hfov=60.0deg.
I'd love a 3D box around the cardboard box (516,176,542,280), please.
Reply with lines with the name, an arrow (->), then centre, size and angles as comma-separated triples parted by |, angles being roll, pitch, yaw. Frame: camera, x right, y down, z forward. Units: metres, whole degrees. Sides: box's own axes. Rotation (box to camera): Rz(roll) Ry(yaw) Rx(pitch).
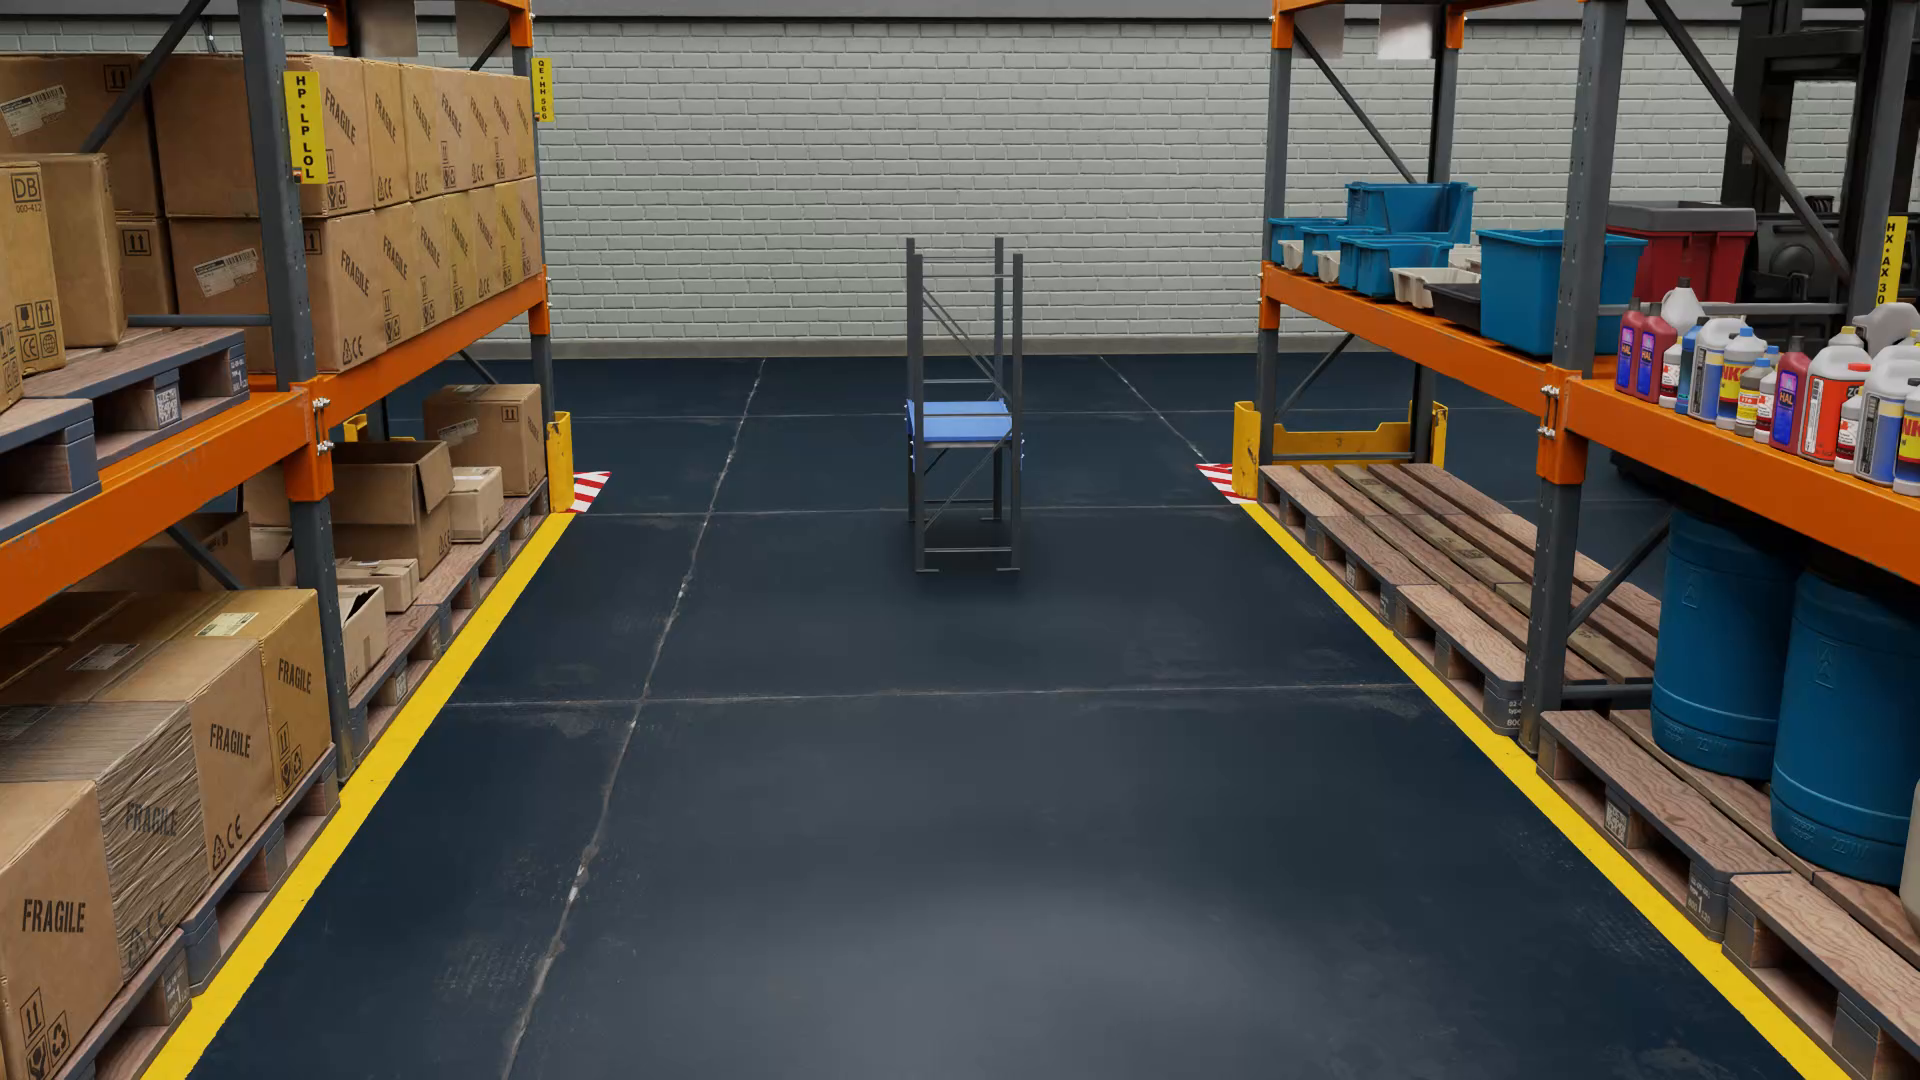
cardboard box -> -2.455, -1.597, 8.512 | 0.500, 0.500, 0.500 | 0, 14, -2

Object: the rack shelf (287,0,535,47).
rack shelf -> -2.631, -2.262, 6.723 | 1.077, 0.370, 4.000 | -1, 14, -3

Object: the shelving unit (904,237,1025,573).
shelving unit -> 0.005, -0.705, 8.257 | 0.538, 1.500, 1.048 | -1, 14, -3

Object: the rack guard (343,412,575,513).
rack guard -> -2.750, -0.426, 9.179 | 1.175, 0.500, 0.348 | -1, 14, -3

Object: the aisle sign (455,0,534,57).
aisle sign -> -2.453, -2.936, 8.701 | 0.394, 0.787, 0.004 | -1, 14, -3

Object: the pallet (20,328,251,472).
pallet -> -2.566, -0.367, 4.319 | 1.003, 0.211, 1.213 | -1, 14, -3

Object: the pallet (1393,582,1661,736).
pallet -> 2.353, 0.432, 6.424 | 1.003, 0.211, 1.213 | -1, 14, -3

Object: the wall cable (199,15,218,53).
wall cable -> -7.692, -4.392, 13.768 | 3.097, 2.526, 0.112 | -1, 14, -3

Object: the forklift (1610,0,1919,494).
forklift -> 4.566, -1.472, 8.364 | 1.130, 2.935, 3.031 | -1, 14, -4

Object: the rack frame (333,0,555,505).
rack frame -> -2.755, -1.655, 8.941 | 1.000, 3.000, 0.127 | -1, 14, -3

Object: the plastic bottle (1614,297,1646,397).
plastic bottle -> 2.034, -0.582, 5.002 | 0.061, 0.283, 0.133 | -1, 14, -3

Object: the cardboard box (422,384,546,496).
cardboard box -> -2.475, -0.527, 8.686 | 0.500, 0.500, 0.500 | -1, 14, -3

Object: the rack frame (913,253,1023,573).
rack frame -> 0.037, -0.579, 7.766 | 0.500, 1.500, 0.032 | -1, 14, -3

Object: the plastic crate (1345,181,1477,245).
plastic crate -> 2.396, -1.697, 8.910 | 0.616, 0.435, 0.499 | -1, 14, -3

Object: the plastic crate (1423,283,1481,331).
plastic crate -> 2.100, -0.906, 6.460 | 0.437, 0.125, 0.590 | -1, 14, -3

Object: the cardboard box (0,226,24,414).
cardboard box -> -2.336, -0.474, 3.305 | 0.700, 0.500, 0.500 | -5, 15, -18

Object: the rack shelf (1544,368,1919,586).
rack shelf -> 2.561, 0.110, 3.524 | 1.077, 0.370, 4.000 | -1, 14, -3

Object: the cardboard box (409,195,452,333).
cardboard box -> -2.330, -1.092, 6.549 | 0.500, 0.500, 0.500 | -1, 14, -4

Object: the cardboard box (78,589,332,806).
cardboard box -> -2.190, 0.455, 4.871 | 0.500, 0.500, 0.500 | -1, 14, -4

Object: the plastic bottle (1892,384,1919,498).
plastic bottle -> 2.137, -0.236, 3.681 | 0.097, 0.271, 0.097 | 0, 14, 0

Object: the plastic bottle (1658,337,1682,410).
plastic bottle -> 2.068, -0.481, 4.773 | 0.097, 0.201, 0.097 | 0, 14, 0

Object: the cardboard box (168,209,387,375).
cardboard box -> -2.267, -0.840, 5.571 | 0.500, 0.500, 0.500 | -1, 14, -2

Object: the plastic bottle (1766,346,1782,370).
plastic bottle -> 2.232, -0.435, 4.594 | 0.097, 0.201, 0.097 | 0, 14, 0

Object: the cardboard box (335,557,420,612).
cardboard box -> -2.381, 0.176, 6.627 | 0.380, 0.166, 0.250 | -1, 14, -3

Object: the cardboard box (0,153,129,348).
cardboard box -> -2.701, -0.791, 4.538 | 0.700, 0.500, 0.500 | -6, 16, -22

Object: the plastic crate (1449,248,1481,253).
plastic crate -> 2.424, -1.360, 8.201 | 0.396, 0.136, 0.243 | -1, 14, -3

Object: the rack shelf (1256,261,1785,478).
rack shelf -> 2.313, -0.885, 7.391 | 1.077, 0.370, 4.000 | -1, 14, -3

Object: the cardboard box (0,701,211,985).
cardboard box -> -2.137, 0.703, 3.908 | 0.500, 0.500, 0.500 | -1, 14, -3

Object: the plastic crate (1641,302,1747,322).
plastic crate -> 2.551, -0.755, 5.852 | 0.396, 0.136, 0.243 | -1, 14, -3

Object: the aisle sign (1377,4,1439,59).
aisle sign -> 2.477, -3.012, 8.997 | 0.394, 0.787, 0.004 | -1, 14, -3

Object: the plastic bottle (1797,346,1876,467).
plastic bottle -> 2.143, -0.325, 4.018 | 0.152, 0.276, 0.135 | -1, 14, -3

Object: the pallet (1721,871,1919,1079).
pallet -> 2.522, 1.111, 3.785 | 1.003, 0.211, 1.213 | -1, 14, -3

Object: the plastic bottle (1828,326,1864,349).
plastic bottle -> 2.661, -0.540, 5.006 | 0.097, 0.201, 0.097 | 0, 14, 0

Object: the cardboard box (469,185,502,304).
cardboard box -> -2.394, -1.344, 7.528 | 0.500, 0.500, 0.500 | -1, 14, -3

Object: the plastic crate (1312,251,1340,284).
plastic crate -> 1.855, -1.316, 8.030 | 0.250, 0.136, 0.298 | -1, 14, -3

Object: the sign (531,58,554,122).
sign -> -2.200, -2.373, 8.771 | 0.100, 0.325, 0.005 | -1, 14, -3

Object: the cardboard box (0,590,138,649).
cardboard box -> -2.720, 0.461, 4.849 | 0.500, 0.500, 0.500 | -2, 15, -6

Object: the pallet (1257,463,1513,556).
pallet -> 2.202, -0.175, 8.782 | 1.003, 0.211, 1.213 | -1, 14, -3

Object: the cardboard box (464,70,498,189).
cardboard box -> -2.384, -1.827, 7.401 | 0.500, 0.500, 0.500 | 0, 14, -2

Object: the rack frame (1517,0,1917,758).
rack frame -> 2.437, -0.736, 5.368 | 1.000, 3.000, 0.127 | -1, 14, -3

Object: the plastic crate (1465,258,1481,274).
plastic crate -> 2.503, -1.218, 7.648 | 0.298, 0.136, 0.250 | -1, 14, -3

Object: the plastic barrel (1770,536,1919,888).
plastic barrel -> 2.498, 0.388, 4.366 | 0.600, 0.901, 0.708 | -1, 14, -3

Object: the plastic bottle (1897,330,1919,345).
plastic bottle -> 2.819, -0.519, 4.921 | 0.097, 0.201, 0.097 | 0, 14, 0

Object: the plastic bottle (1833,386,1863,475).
plastic bottle -> 2.123, -0.259, 3.914 | 0.097, 0.201, 0.097 | 0, 14, 0

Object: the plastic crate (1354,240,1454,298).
plastic crate -> 1.976, -1.210, 7.426 | 0.416, 0.233, 0.300 | -1, 14, -3

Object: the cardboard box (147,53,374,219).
cardboard box -> -2.255, -1.315, 5.410 | 0.500, 0.500, 0.500 | -1, 14, -2

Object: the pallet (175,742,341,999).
pallet -> -2.419, 0.892, 4.638 | 1.003, 0.211, 1.213 | -1, 14, -3

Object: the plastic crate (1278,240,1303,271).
plastic crate -> 1.813, -1.485, 8.686 | 0.250, 0.136, 0.298 | -1, 14, -3

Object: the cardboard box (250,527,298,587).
cardboard box -> -2.872, 0.105, 6.613 | 0.500, 0.311, 0.500 | -1, 14, -3

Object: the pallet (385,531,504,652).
pallet -> -2.627, 0.215, 7.268 | 1.003, 0.211, 1.213 | -1, 14, -3

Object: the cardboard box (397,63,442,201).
cardboard box -> -2.319, -1.571, 6.405 | 0.500, 0.500, 0.500 | -1, 14, -5

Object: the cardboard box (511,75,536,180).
cardboard box -> -2.453, -2.082, 8.390 | 0.500, 0.500, 0.500 | -1, 14, -4

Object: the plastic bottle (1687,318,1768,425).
plastic bottle -> 2.108, -0.464, 4.559 | 0.152, 0.276, 0.135 | -1, 14, -3

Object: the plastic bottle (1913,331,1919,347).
plastic bottle -> 2.677, -0.487, 4.496 | 0.144, 0.351, 0.185 | -1, 14, -3

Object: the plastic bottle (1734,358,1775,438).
plastic bottle -> 2.094, -0.374, 4.361 | 0.097, 0.201, 0.097 | 0, 14, 0
